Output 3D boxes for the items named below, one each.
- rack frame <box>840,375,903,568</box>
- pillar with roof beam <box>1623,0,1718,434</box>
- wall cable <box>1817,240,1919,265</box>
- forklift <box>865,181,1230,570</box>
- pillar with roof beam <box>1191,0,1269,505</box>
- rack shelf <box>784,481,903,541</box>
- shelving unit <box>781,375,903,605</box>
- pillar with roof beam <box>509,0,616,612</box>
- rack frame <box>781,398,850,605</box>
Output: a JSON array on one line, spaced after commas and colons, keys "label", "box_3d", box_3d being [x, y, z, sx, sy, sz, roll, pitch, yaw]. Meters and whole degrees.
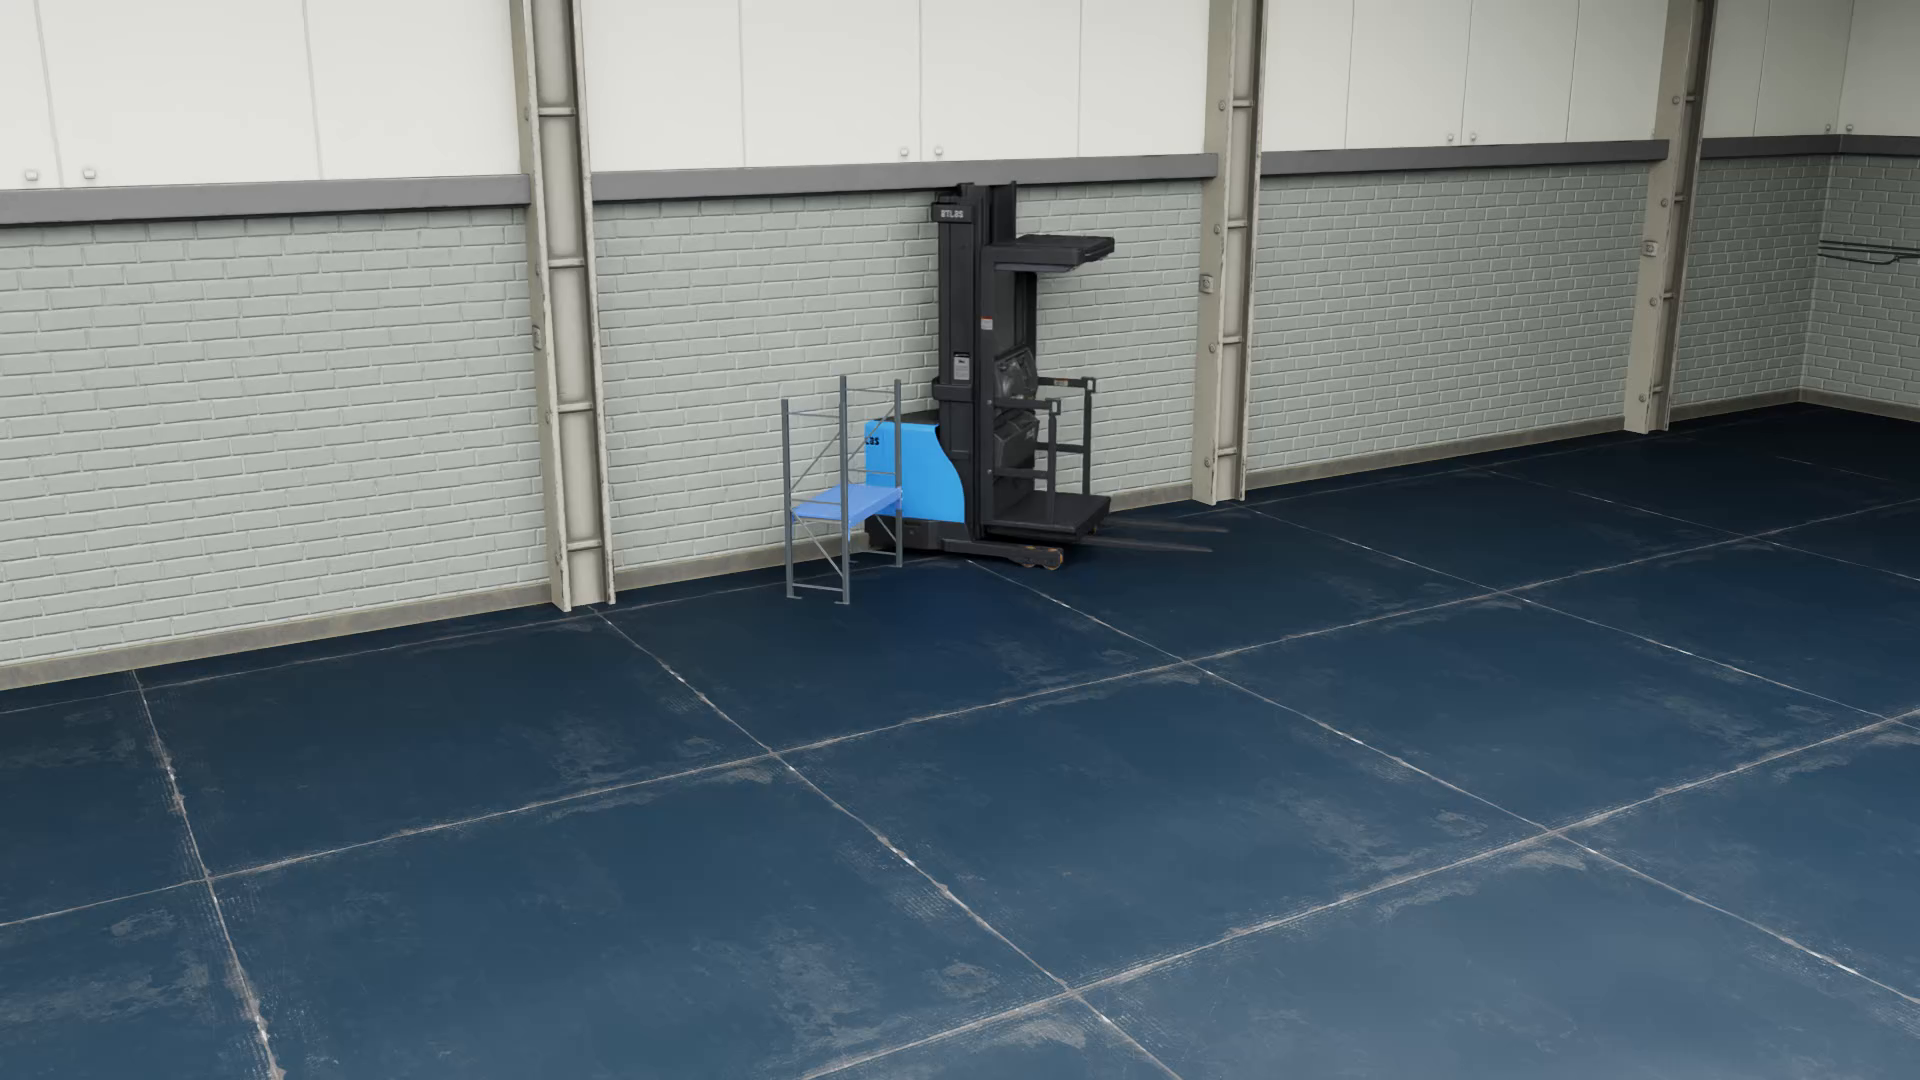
[{"label": "rack frame", "box_3d": [-0.693, -0.530, 13.020, 0.500, 1.500, 0.032, 6, 17, 20]}, {"label": "pillar with roof beam", "box_3d": [9.723, -4.548, 13.461, 0.400, 9.000, 9.100, -9, 18, -30]}, {"label": "wall cable", "box_3d": [10.712, -4.152, 17.802, 0.112, 2.526, 3.097, -9, 18, -30]}, {"label": "forklift", "box_3d": [0.634, -1.336, 13.246, 3.031, 2.935, 1.130, 6, 17, 20]}, {"label": "pillar with roof beam", "box_3d": [4.580, -3.713, 10.485, 0.400, 9.000, 9.100, -9, 18, -30]}, {"label": "rack shelf", "box_3d": [-0.871, -0.228, 12.610, 0.538, 0.185, 1.000, 6, 17, 20]}, {"label": "shelving unit", "box_3d": [-0.871, -0.401, 12.562, 0.538, 1.500, 1.048, 6, 17, 20]}, {"label": "pillar with roof beam", "box_3d": [-0.563, -2.879, 7.510, 0.400, 9.000, 9.100, -9, 18, -30]}, {"label": "rack frame", "box_3d": [-1.049, -0.273, 12.103, 0.500, 1.500, 0.032, 6, 17, 20]}]
